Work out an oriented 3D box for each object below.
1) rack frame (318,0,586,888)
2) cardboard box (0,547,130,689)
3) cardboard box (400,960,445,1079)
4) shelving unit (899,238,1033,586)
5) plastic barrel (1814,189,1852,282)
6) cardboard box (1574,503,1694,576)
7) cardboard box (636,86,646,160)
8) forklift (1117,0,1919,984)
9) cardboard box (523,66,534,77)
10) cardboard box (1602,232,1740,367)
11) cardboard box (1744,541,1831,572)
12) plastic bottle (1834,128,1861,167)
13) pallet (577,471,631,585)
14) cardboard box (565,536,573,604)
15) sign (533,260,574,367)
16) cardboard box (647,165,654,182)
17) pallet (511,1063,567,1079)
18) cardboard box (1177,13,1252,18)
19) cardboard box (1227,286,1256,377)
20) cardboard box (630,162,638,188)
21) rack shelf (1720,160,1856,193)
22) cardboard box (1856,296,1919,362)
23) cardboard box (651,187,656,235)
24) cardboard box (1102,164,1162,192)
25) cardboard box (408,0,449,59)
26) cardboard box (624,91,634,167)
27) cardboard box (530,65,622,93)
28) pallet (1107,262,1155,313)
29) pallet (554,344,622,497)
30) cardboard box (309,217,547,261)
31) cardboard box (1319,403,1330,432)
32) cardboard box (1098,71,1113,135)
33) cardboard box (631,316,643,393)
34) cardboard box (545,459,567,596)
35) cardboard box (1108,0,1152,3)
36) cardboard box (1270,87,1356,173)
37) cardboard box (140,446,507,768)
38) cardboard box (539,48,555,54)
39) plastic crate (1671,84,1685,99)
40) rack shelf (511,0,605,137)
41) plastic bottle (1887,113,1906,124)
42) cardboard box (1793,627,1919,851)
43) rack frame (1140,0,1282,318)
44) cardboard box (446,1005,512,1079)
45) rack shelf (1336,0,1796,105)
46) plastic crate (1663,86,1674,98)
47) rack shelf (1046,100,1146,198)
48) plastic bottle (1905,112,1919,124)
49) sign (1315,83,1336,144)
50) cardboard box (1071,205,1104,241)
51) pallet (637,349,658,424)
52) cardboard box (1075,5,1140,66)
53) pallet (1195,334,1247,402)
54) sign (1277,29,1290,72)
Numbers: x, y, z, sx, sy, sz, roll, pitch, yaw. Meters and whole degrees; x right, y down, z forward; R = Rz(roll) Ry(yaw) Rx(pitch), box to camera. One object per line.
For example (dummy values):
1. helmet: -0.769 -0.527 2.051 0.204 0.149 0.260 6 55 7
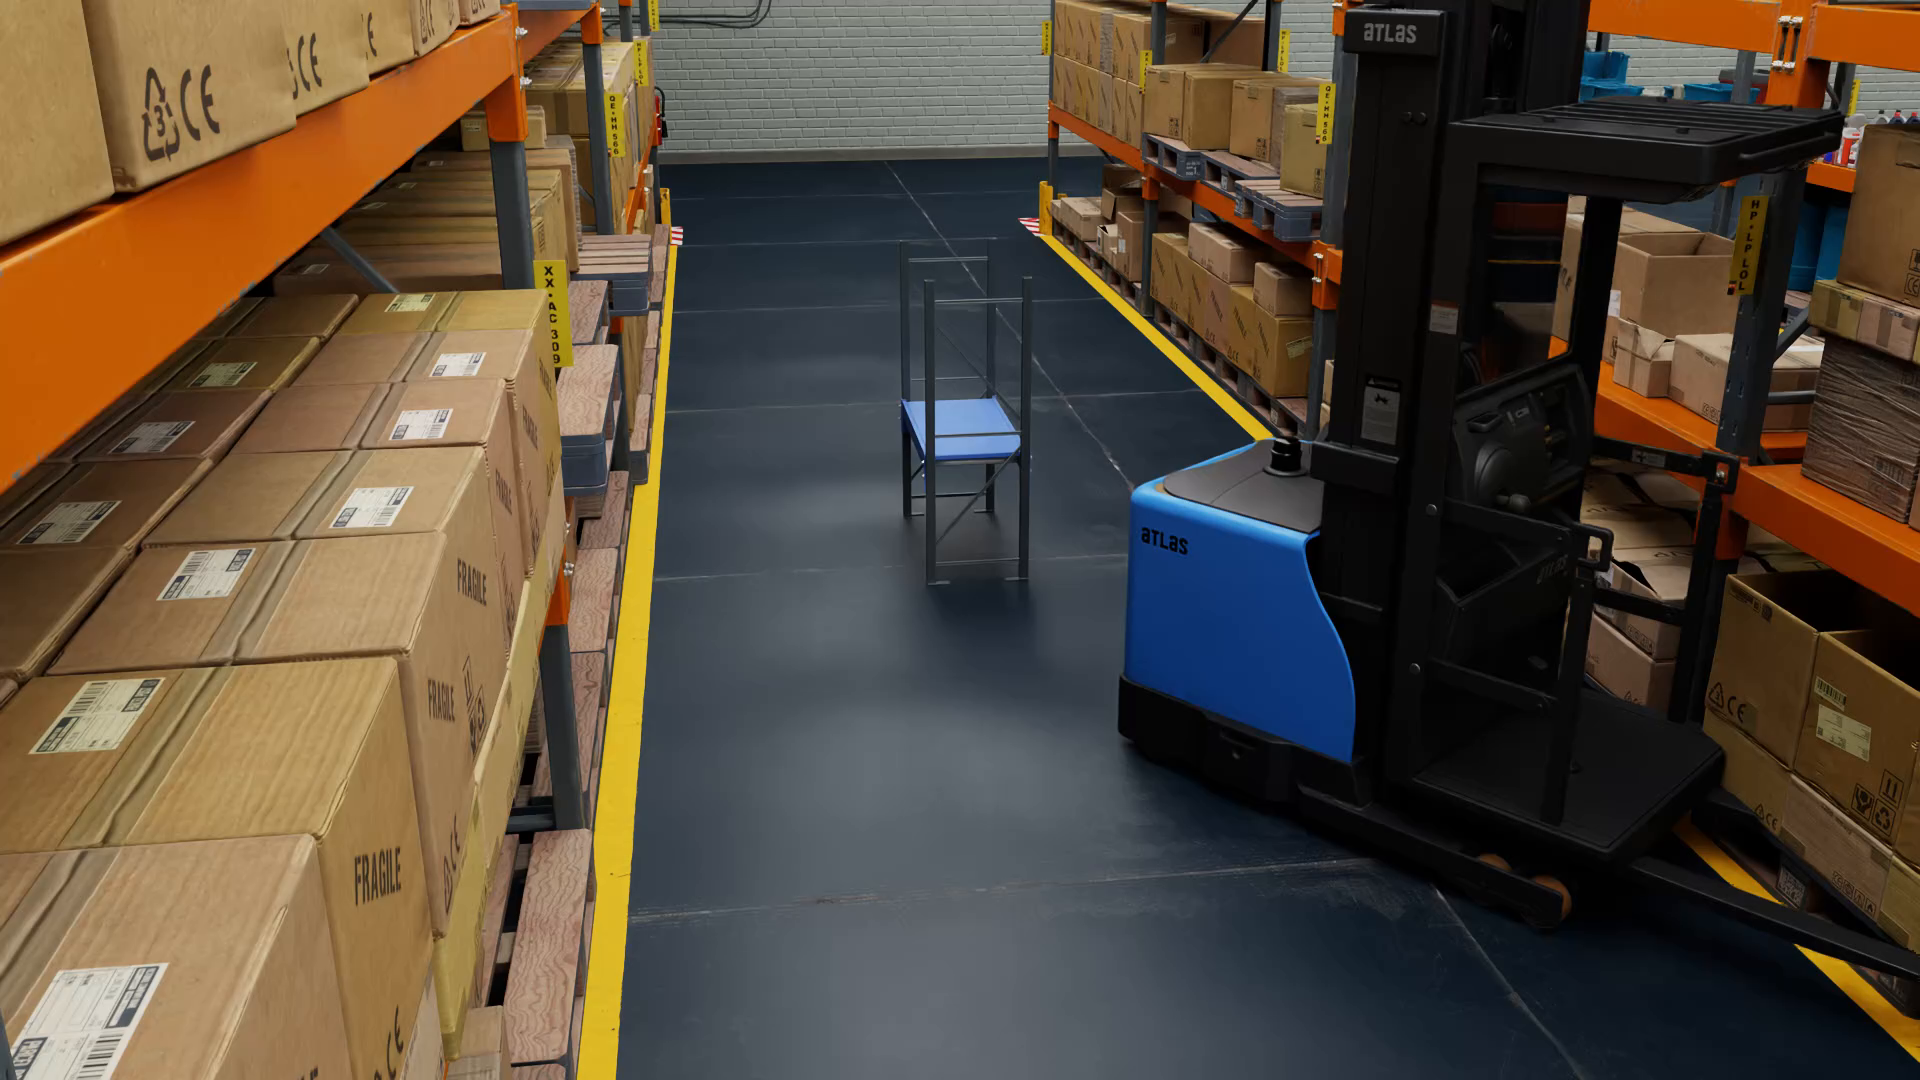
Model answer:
1. rack frame: -1.764 -0.245 5.084 1.000 3.000 0.127 -3 21 -8
2. cardboard box: -1.608 0.344 2.622 0.500 0.500 0.500 -3 21 -9
3. cardboard box: -1.033 0.837 2.373 0.500 0.250 0.500 -4 21 -9
4. shelving unit: 0.012 -0.673 8.375 0.538 1.500 1.048 -3 21 -8
5. plastic barrel: 7.050 -2.294 12.969 0.600 0.901 0.708 -3 21 -8
6. cardboard box: 2.714 0.027 6.884 0.500 0.311 0.500 -2 21 -6
7. cardboard box: -2.980 -3.344 12.953 0.980 0.700 0.700 -3 21 -7
8. forklift: 2.028 -0.327 5.401 3.031 2.935 1.130 19 27 40
9. cardboard box: -2.805 -2.678 9.930 0.500 0.250 0.500 -3 21 -9
10. cardboard box: 2.967 -0.992 6.941 0.500 0.500 0.500 -1 21 -4
11. cardboard box: 3.324 0.177 6.483 0.500 0.311 0.500 -3 21 -8
12. plastic bottle: 6.709 -2.956 12.521 0.152 0.276 0.135 -3 21 -8
13. pallet: -2.230 -0.053 8.555 1.003 0.211 1.213 -3 21 -8
14. cardboard box: -2.045 0.111 7.075 0.700 0.500 0.500 -3 21 -7
15. sign: -1.228 -0.680 5.013 0.100 0.325 0.005 -3 21 -8
16. cardboard box: -3.095 -3.456 15.729 0.380 0.149 0.250 -3 21 -8
17. pallet: -1.453 1.716 3.821 1.003 0.211 1.213 -3 21 -8
18. cardboard box: 2.120 -4.137 13.933 0.500 0.500 0.500 -4 21 -9
19. cardboard box: 2.119 -1.407 11.140 0.500 0.500 0.500 -4 21 -10
20. cardboard box: -2.440 -2.537 11.551 0.380 0.149 0.250 -3 21 -8
21. rack shelf: 7.174 -2.485 12.110 1.077 0.370 4.000 -3 21 -8
22. cardboard box: 3.021 -0.657 5.118 0.380 0.149 0.250 -3 21 -7
23. cardboard box: -3.294 -3.188 15.937 0.700 0.500 0.500 -3 21 -8
24. cardboard box: 1.729 -3.510 16.770 0.500 0.500 0.500 -3 21 -8
25. cardboard box: -1.269 -1.178 3.124 0.500 0.500 0.500 -4 21 -10
26. cardboard box: -2.454 -2.712 11.095 0.500 0.500 0.500 -3 21 -8
27. cardboard box: -2.305 -2.706 10.005 0.500 0.250 0.500 -3 21 -7
28. pallet: 1.886 -2.197 14.297 1.003 0.211 1.213 -3 21 -8
29. pallet: -1.731 -0.427 5.846 1.003 0.211 1.213 -3 21 -8
30. cardboard box: -1.877 -0.869 5.985 0.700 0.500 0.500 -1 20 -2
31. cardboard box: 2.345 -0.593 9.347 0.500 0.250 0.500 -3 21 -8
32. cardboard box: 1.506 -3.829 14.537 0.500 0.500 0.500 -2 21 -7
33. cardboard box: -2.437 -1.384 10.607 0.750 0.750 0.750 -3 21 -8
34. cardboard box: -1.396 -0.035 4.709 0.500 0.250 0.500 -3 21 -8
35. cardboard box: 1.744 -5.026 16.313 0.500 0.500 0.500 -3 21 -8
36. cardboard box: 2.415 -2.663 10.816 0.700 0.500 0.500 1 20 2
37. cardboard box: -1.175 0.140 3.167 0.500 0.500 0.500 -2 21 -6
38. cardboard box: -3.027 -3.208 11.350 0.500 0.250 0.500 -3 21 -7
39. plastic crate: 6.848 -4.025 15.289 0.437 0.282 0.530 -3 21 -8
40. rack shelf: -2.053 -2.005 6.539 1.077 0.370 4.000 -3 21 -8
41. plastic bottle: 7.226 -3.118 12.848 0.144 0.351 0.185 -3 21 -8
42. cardboard box: 2.974 0.593 5.098 0.500 0.500 0.500 -3 21 -8
43. rack frame: 1.984 -3.266 13.172 1.000 3.000 0.127 -3 21 -8
44. cardboard box: -1.337 1.407 3.605 0.700 0.500 0.500 -4 21 -11
45. rack shelf: 2.849 -2.256 7.211 1.077 0.370 4.000 -3 21 -8
46. plastic crate: 6.859 -4.151 15.696 0.416 0.233 0.300 -3 21 -8
47. rack shelf: 1.696 -3.621 15.152 1.077 0.370 4.000 -3 21 -8
48. plastic bottle: 7.369 -3.125 12.867 0.144 0.351 0.185 -3 21 -8
49. sign: 2.025 -2.355 9.194 0.100 0.325 0.005 -3 21 -8
50. cardboard box: 1.349 -3.020 15.815 0.500 0.250 0.500 -3 21 -8
51. pallet: -2.553 -1.022 11.149 1.003 0.211 1.213 -3 21 -8
52. cardboard box: 1.360 -4.645 15.293 0.500 0.500 0.500 -3 21 -7
53. pallet: 2.318 -1.256 11.778 1.003 0.211 1.213 -3 21 -8
54. sign: 2.533 -3.837 13.048 0.100 0.325 0.005 -3 21 -8
